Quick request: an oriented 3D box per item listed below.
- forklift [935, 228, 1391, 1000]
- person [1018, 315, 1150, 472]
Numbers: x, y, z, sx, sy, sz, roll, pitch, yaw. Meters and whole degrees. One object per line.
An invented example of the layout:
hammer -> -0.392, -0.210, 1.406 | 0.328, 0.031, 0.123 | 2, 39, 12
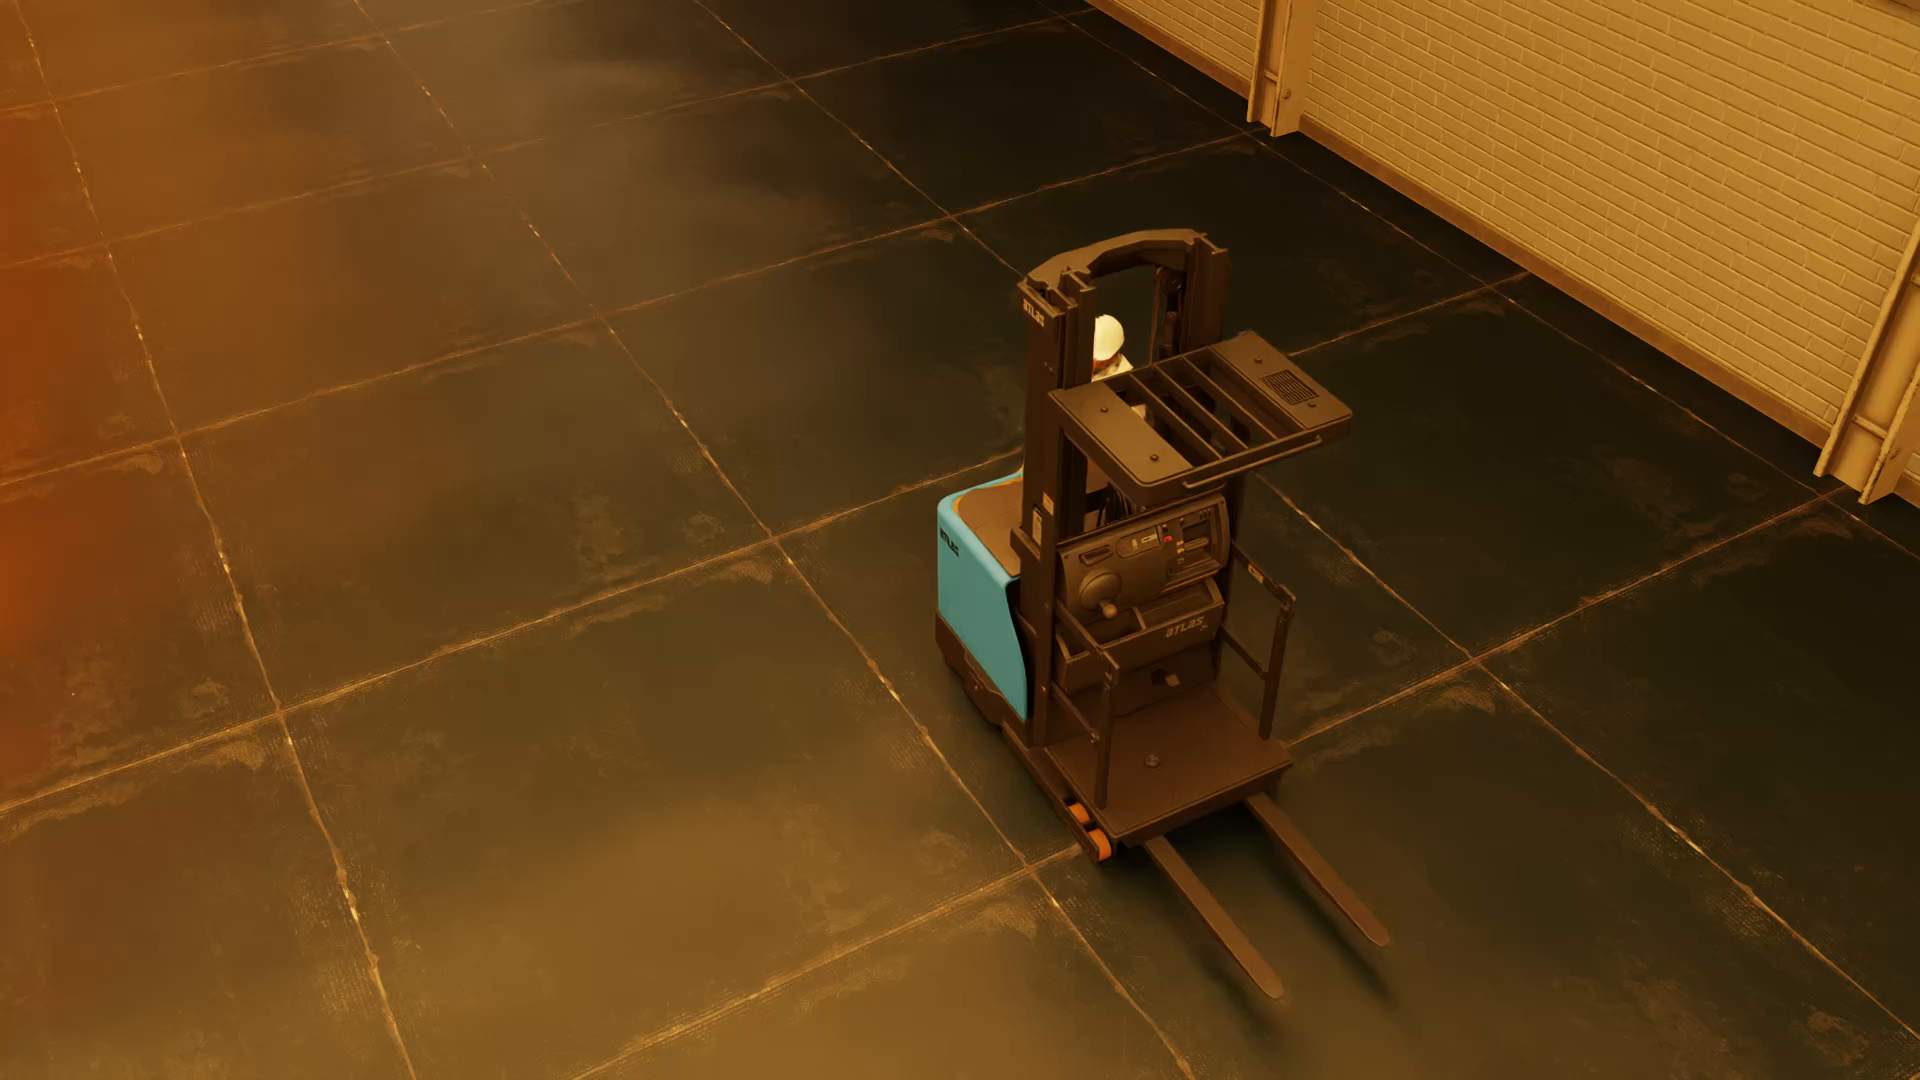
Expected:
forklift -> 0.999, 0.160, 7.843 | 1.130, 2.935, 3.031 | -19, 43, -21
person -> 0.741, -0.596, 9.768 | 0.916, 1.667, 0.594 | 29, 48, 30
